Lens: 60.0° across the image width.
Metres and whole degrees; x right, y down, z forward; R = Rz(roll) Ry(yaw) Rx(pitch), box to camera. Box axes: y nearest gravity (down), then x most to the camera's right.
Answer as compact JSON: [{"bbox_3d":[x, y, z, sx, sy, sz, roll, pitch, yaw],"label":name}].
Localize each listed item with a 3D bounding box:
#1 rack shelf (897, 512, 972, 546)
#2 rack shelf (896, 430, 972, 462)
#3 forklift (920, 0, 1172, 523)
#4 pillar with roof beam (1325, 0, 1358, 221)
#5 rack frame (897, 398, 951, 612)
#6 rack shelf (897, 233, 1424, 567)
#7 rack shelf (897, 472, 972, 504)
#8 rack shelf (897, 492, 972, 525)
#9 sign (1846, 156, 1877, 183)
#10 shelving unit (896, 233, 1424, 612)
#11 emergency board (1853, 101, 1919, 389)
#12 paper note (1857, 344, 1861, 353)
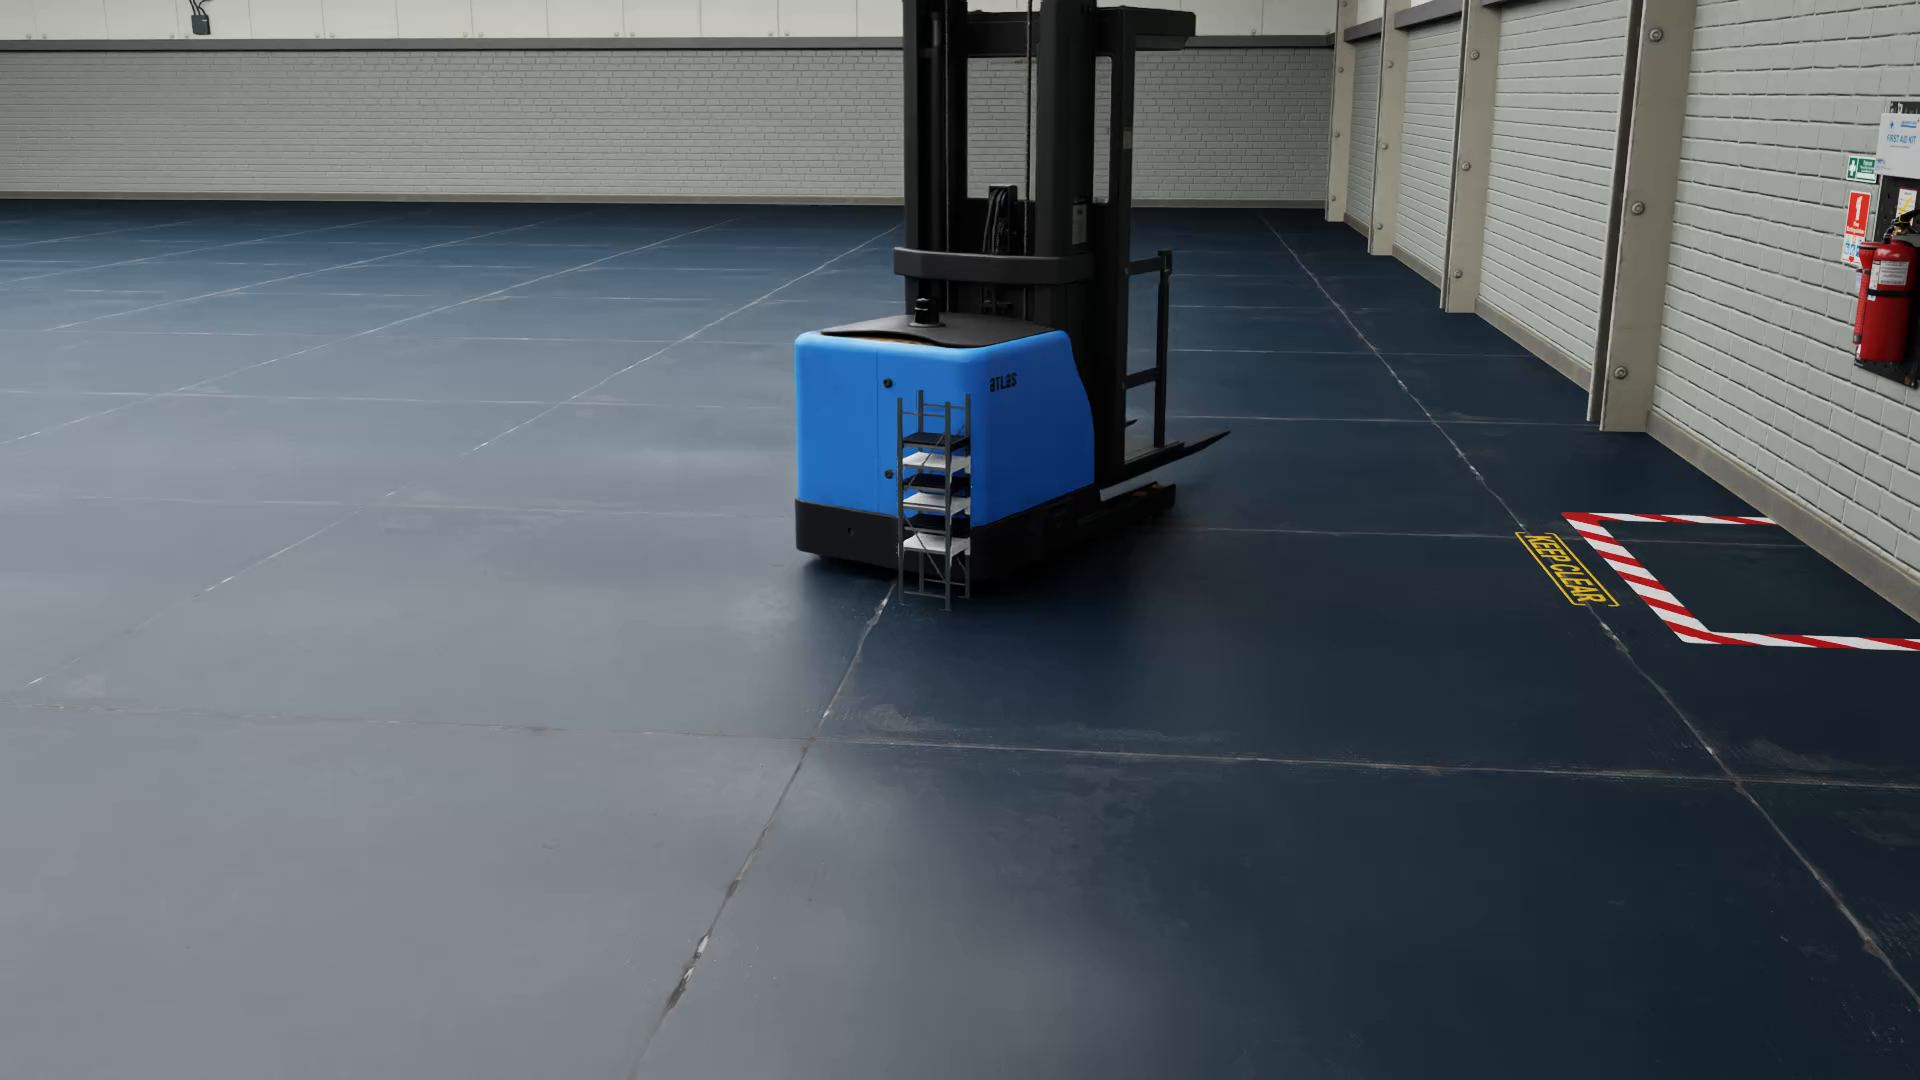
[{"bbox_3d":[-0.109,-0.048,7.088,0.258,0.077,0.200,7,16,23],"label":"rack shelf"},{"bbox_3d":[-0.108,-0.396,6.994,0.258,0.077,0.200,7,16,23],"label":"rack shelf"},{"bbox_3d":[0.470,-1.559,8.314,1.121,2.935,3.031,10,18,32],"label":"forklift"},{"bbox_3d":[2.087,-9.892,27.507,9.100,9.000,0.400,2,15,6],"label":"pillar with roof beam"},{"bbox_3d":[-0.150,-0.143,6.966,0.240,0.900,0.006,7,16,23],"label":"rack frame"},{"bbox_3d":[1.901,-2.506,16.912,7.532,0.274,20.329,7,16,23],"label":"rack shelf"},{"bbox_3d":[-0.109,-0.222,7.041,0.258,0.077,0.200,7,16,23],"label":"rack shelf"},{"bbox_3d":[-0.109,-0.135,7.065,0.258,0.077,0.200,7,16,23],"label":"rack shelf"},{"bbox_3d":[4.129,-1.697,7.609,0.001,0.109,0.331,2,15,6],"label":"sign"},{"bbox_3d":[1.901,-2.807,16.828,7.532,0.900,20.334,7,16,23],"label":"shelving unit"},{"bbox_3d":[3.973,-1.285,7.167,0.194,1.169,0.643,2,15,6],"label":"emergency board"},{"bbox_3d":[4.062,-0.903,7.444,0.016,0.148,0.142,2,15,6],"label":"paper note"}]
